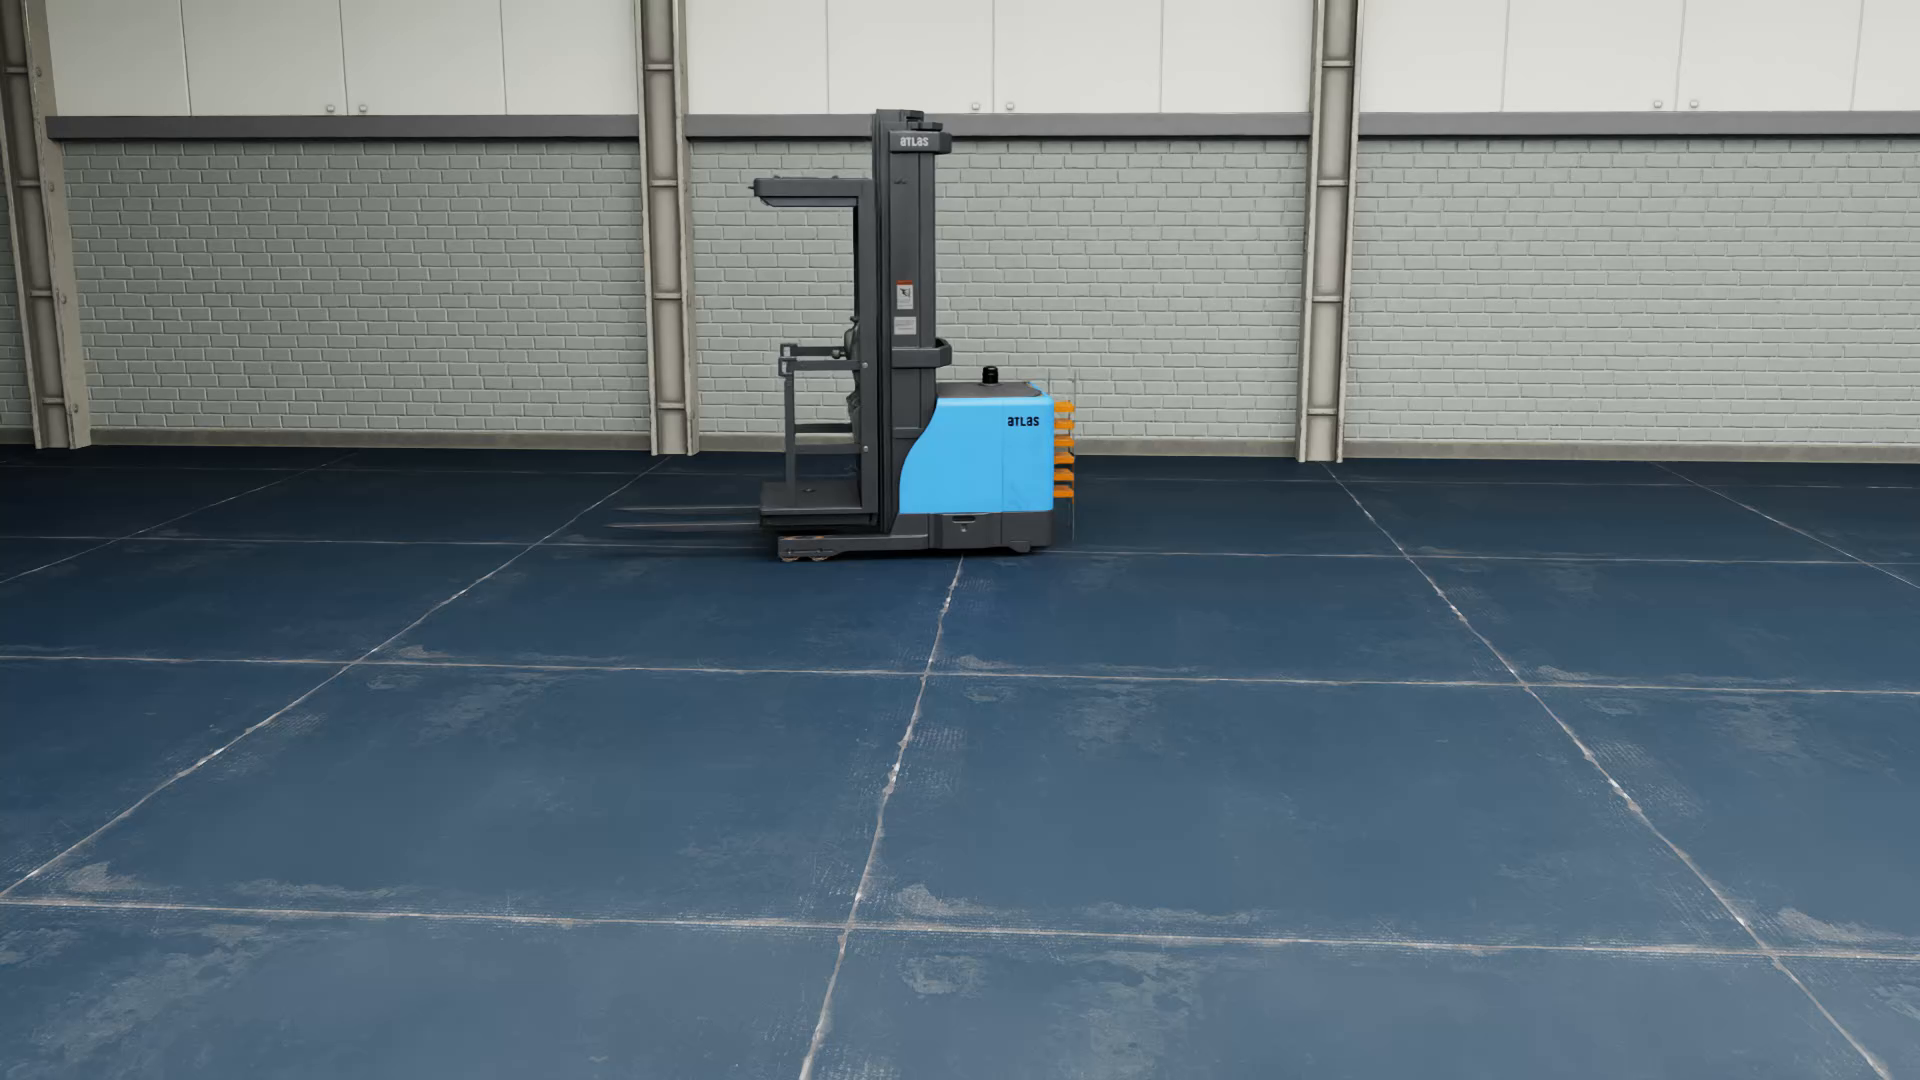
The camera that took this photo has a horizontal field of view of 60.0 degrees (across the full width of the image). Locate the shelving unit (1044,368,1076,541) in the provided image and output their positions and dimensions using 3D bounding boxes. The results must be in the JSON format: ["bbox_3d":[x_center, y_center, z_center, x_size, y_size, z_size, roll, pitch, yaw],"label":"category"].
[{"bbox_3d":[0.696,-0.602,11.715,0.189,1.200,0.258,-1,12,-5],"label":"shelving unit"}]

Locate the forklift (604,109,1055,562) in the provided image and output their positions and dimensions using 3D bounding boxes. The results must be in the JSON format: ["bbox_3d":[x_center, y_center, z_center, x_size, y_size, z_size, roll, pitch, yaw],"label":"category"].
[{"bbox_3d":[-0.902,-1.403,11.314,3.031,2.935,1.130,-1,12,-5],"label":"forklift"}]

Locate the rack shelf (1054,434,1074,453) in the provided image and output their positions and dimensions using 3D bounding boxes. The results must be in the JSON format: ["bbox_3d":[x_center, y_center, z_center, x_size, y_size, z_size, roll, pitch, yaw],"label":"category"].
[{"bbox_3d":[0.696,-0.676,11.700,0.180,0.103,0.258,-1,12,-5],"label":"rack shelf"}]

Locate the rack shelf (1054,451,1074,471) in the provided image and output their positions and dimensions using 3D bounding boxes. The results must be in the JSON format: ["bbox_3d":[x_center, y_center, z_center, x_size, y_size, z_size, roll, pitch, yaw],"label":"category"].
[{"bbox_3d":[0.696,-0.558,11.724,0.180,0.103,0.258,-1,12,-5],"label":"rack shelf"}]

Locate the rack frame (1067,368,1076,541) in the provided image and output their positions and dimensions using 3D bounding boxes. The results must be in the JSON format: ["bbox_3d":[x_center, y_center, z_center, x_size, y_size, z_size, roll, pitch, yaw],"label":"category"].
[{"bbox_3d":[0.787,-0.604,11.723,0.006,1.200,0.240,-1,12,-5],"label":"rack frame"}]

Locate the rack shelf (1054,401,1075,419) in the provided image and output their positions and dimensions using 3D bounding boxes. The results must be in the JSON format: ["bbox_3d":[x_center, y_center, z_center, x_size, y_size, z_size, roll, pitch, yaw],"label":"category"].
[{"bbox_3d":[0.696,-0.911,11.650,0.180,0.103,0.258,-1,12,-5],"label":"rack shelf"}]

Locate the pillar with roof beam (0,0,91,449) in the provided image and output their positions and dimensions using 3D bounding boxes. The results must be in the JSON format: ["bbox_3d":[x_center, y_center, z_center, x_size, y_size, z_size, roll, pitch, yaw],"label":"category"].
[{"bbox_3d":[-8.960,-4.432,10.976,0.400,9.000,9.100,1,12,4],"label":"pillar with roof beam"}]

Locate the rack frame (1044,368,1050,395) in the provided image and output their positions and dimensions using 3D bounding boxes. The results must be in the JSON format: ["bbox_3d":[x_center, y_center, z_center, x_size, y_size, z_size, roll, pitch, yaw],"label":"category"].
[{"bbox_3d":[0.605,-0.600,11.707,0.006,1.200,0.240,-1,12,-5],"label":"rack frame"}]

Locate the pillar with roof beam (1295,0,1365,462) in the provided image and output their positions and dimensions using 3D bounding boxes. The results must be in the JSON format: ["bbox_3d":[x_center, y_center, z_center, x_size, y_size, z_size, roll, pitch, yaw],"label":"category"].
[{"bbox_3d":[3.013,-4.268,10.191,0.400,9.000,9.100,1,12,4],"label":"pillar with roof beam"}]

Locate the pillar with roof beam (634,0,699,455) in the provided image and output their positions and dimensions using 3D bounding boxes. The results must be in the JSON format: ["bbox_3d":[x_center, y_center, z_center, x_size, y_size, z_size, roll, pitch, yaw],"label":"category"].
[{"bbox_3d":[-2.974,-4.350,10.584,0.400,9.000,9.100,1,12,4],"label":"pillar with roof beam"}]

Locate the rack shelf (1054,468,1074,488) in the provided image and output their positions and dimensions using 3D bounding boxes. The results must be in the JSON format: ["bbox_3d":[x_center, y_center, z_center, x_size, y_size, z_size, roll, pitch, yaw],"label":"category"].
[{"bbox_3d":[0.696,-0.441,11.749,0.180,0.103,0.258,-1,12,-5],"label":"rack shelf"}]

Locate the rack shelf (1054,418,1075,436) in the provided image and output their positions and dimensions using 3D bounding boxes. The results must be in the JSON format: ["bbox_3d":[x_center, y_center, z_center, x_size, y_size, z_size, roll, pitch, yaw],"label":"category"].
[{"bbox_3d":[0.696,-0.793,11.675,0.180,0.103,0.258,-1,12,-5],"label":"rack shelf"}]

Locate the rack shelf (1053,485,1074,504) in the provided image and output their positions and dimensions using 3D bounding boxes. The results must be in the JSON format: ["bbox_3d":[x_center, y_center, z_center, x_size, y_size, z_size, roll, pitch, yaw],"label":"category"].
[{"bbox_3d":[0.696,-0.323,11.773,0.180,0.103,0.258,-1,12,-5],"label":"rack shelf"}]
